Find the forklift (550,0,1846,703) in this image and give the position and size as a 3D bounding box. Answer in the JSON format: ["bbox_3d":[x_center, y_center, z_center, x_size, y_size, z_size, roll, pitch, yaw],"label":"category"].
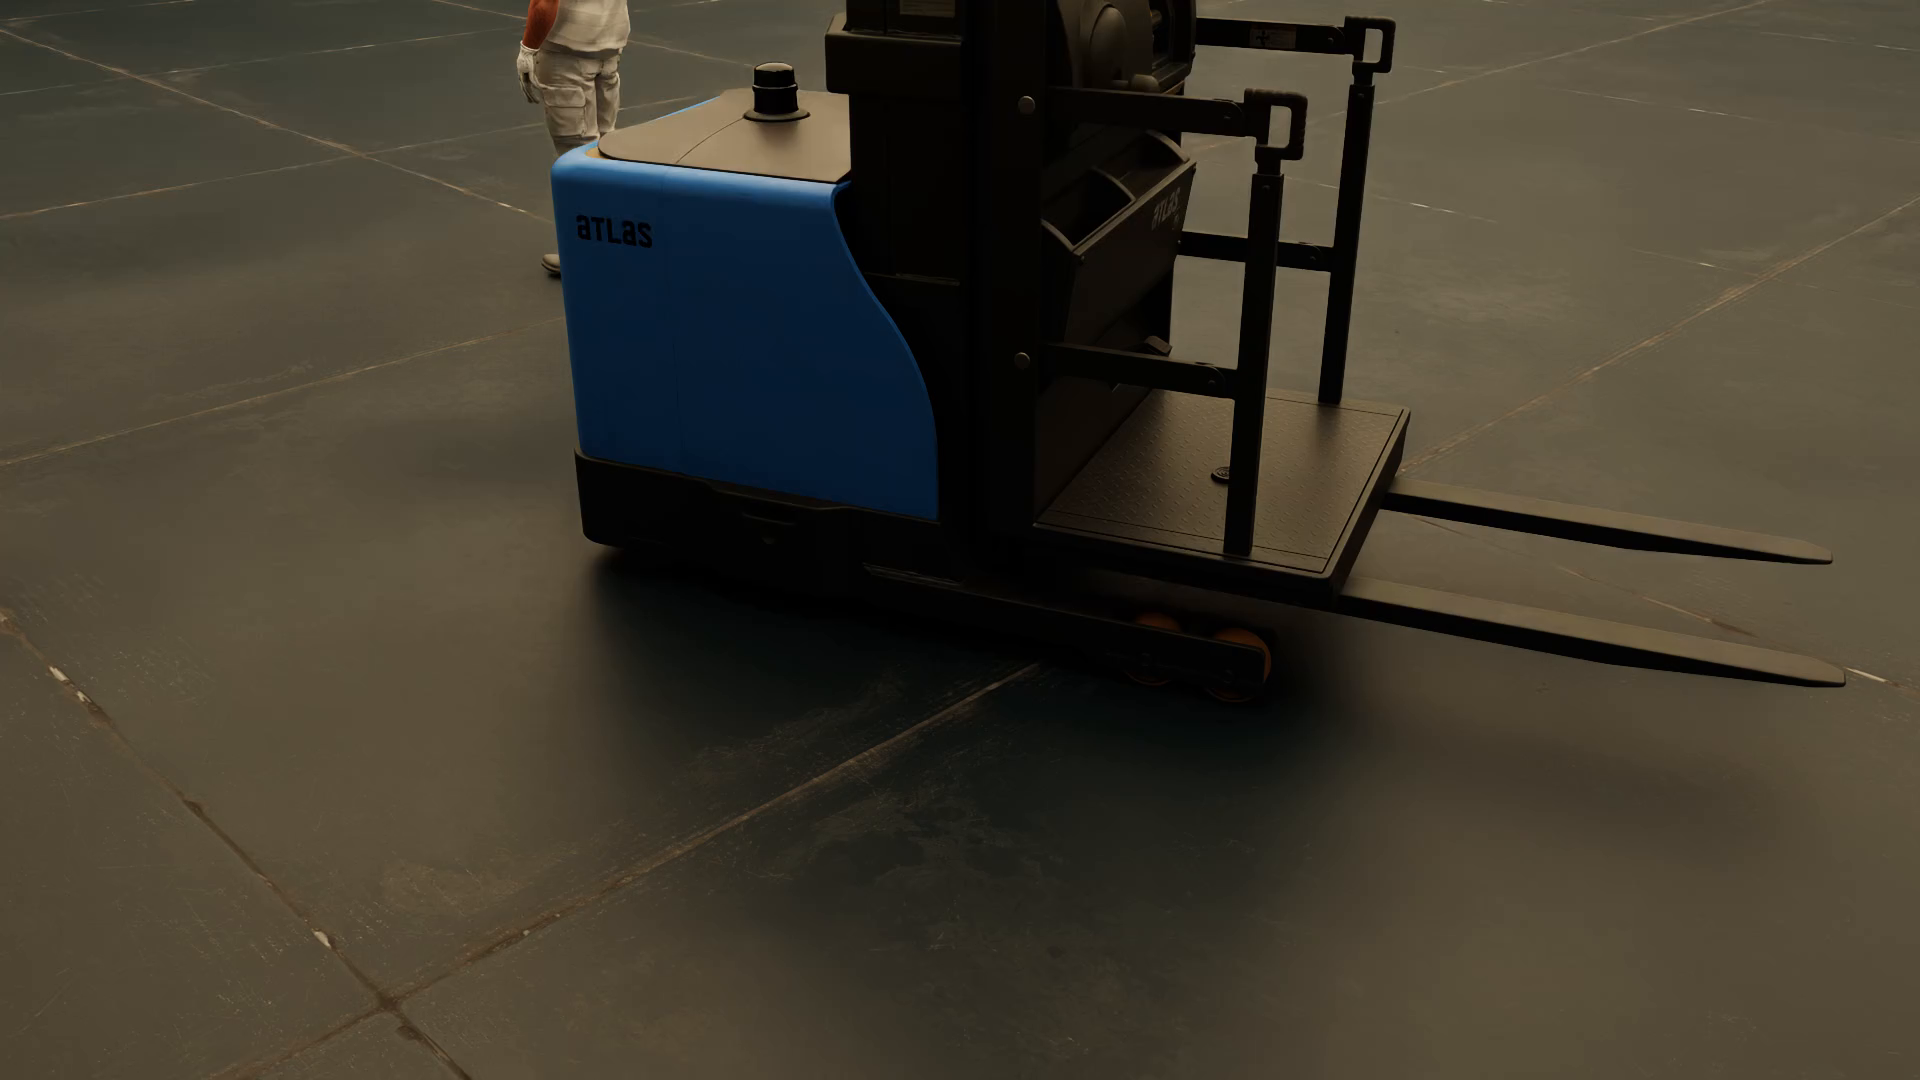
[{"bbox_3d":[0.560,-1.212,3.684,3.031,2.935,1.130,11,28,20],"label":"forklift"}]

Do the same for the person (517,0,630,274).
[{"bbox_3d":[-1.521,-1.897,6.362,0.564,1.788,0.637,10,28,19],"label":"person"}]
